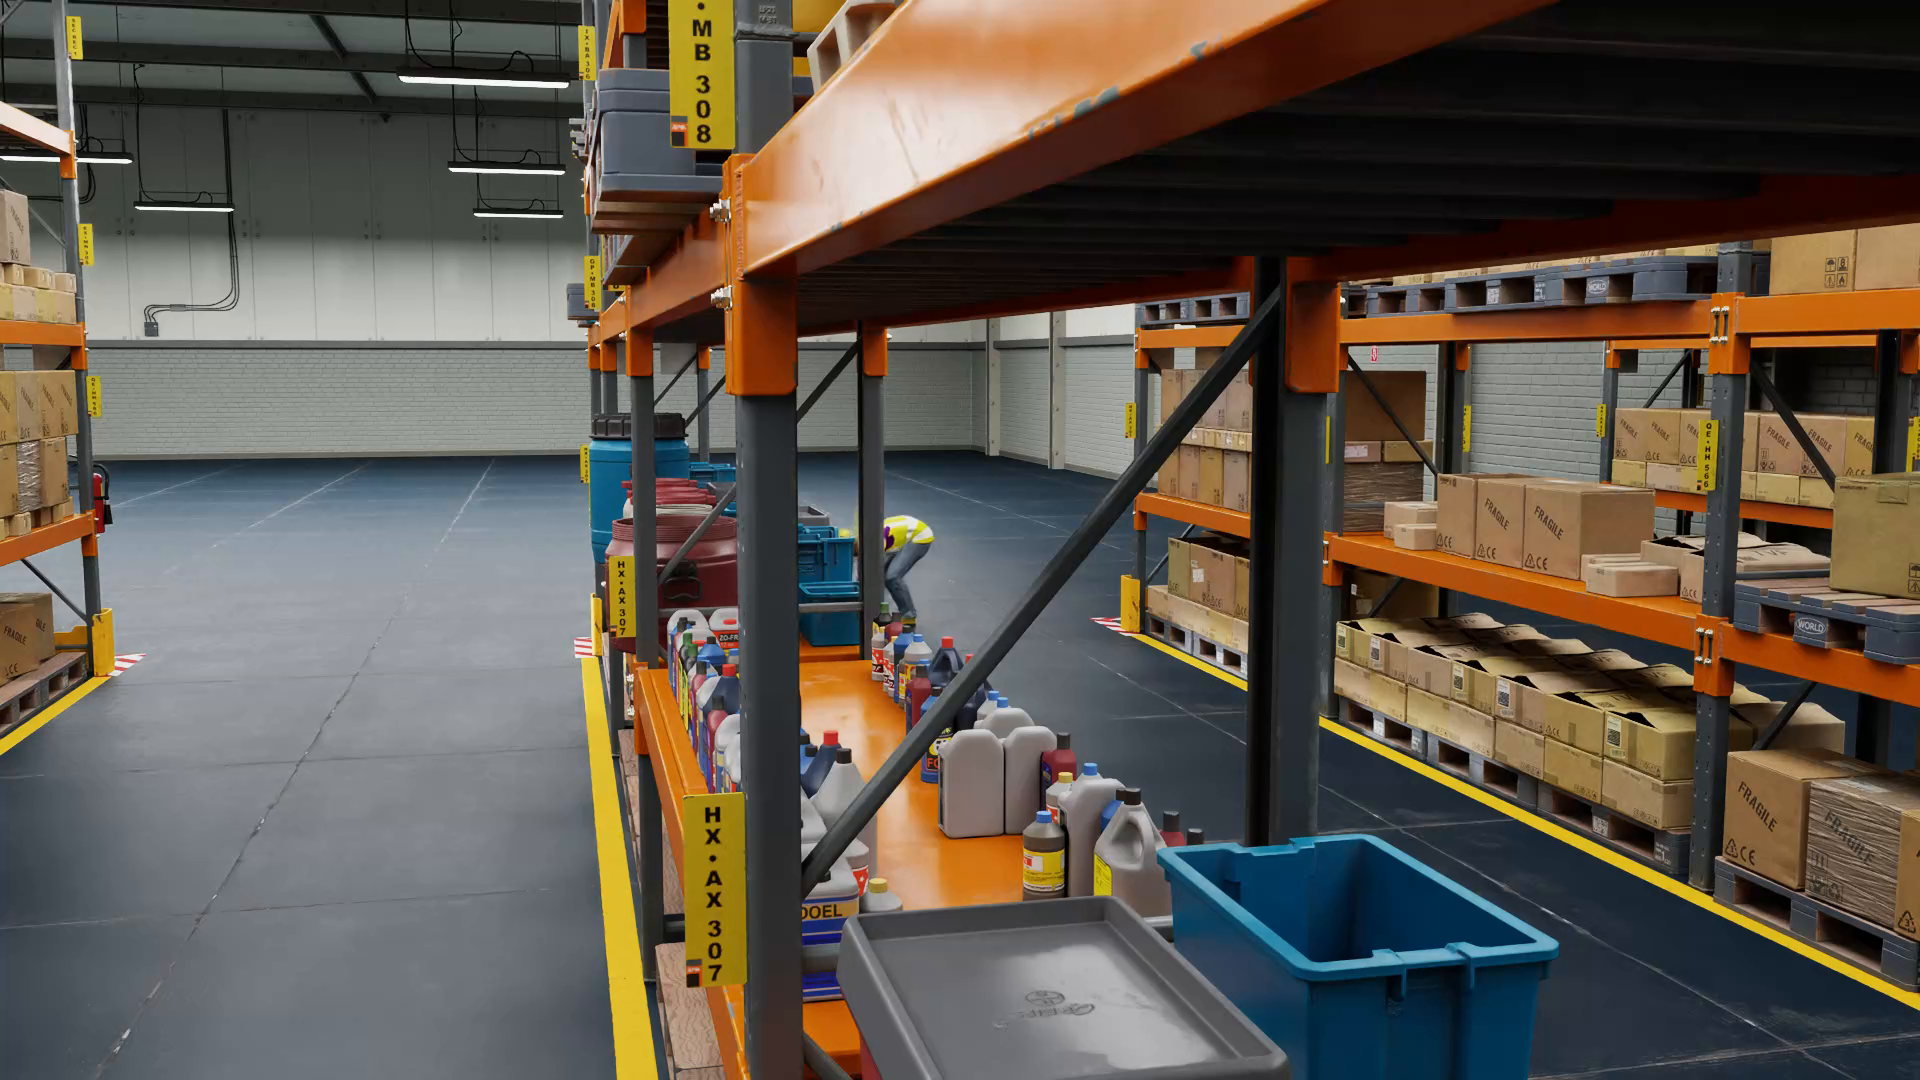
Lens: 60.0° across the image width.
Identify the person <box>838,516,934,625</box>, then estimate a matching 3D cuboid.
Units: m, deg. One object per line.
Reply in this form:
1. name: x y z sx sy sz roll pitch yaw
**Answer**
1. person: -0.741 0.297 15.950 0.980 1.042 0.495 -2 6 -16
